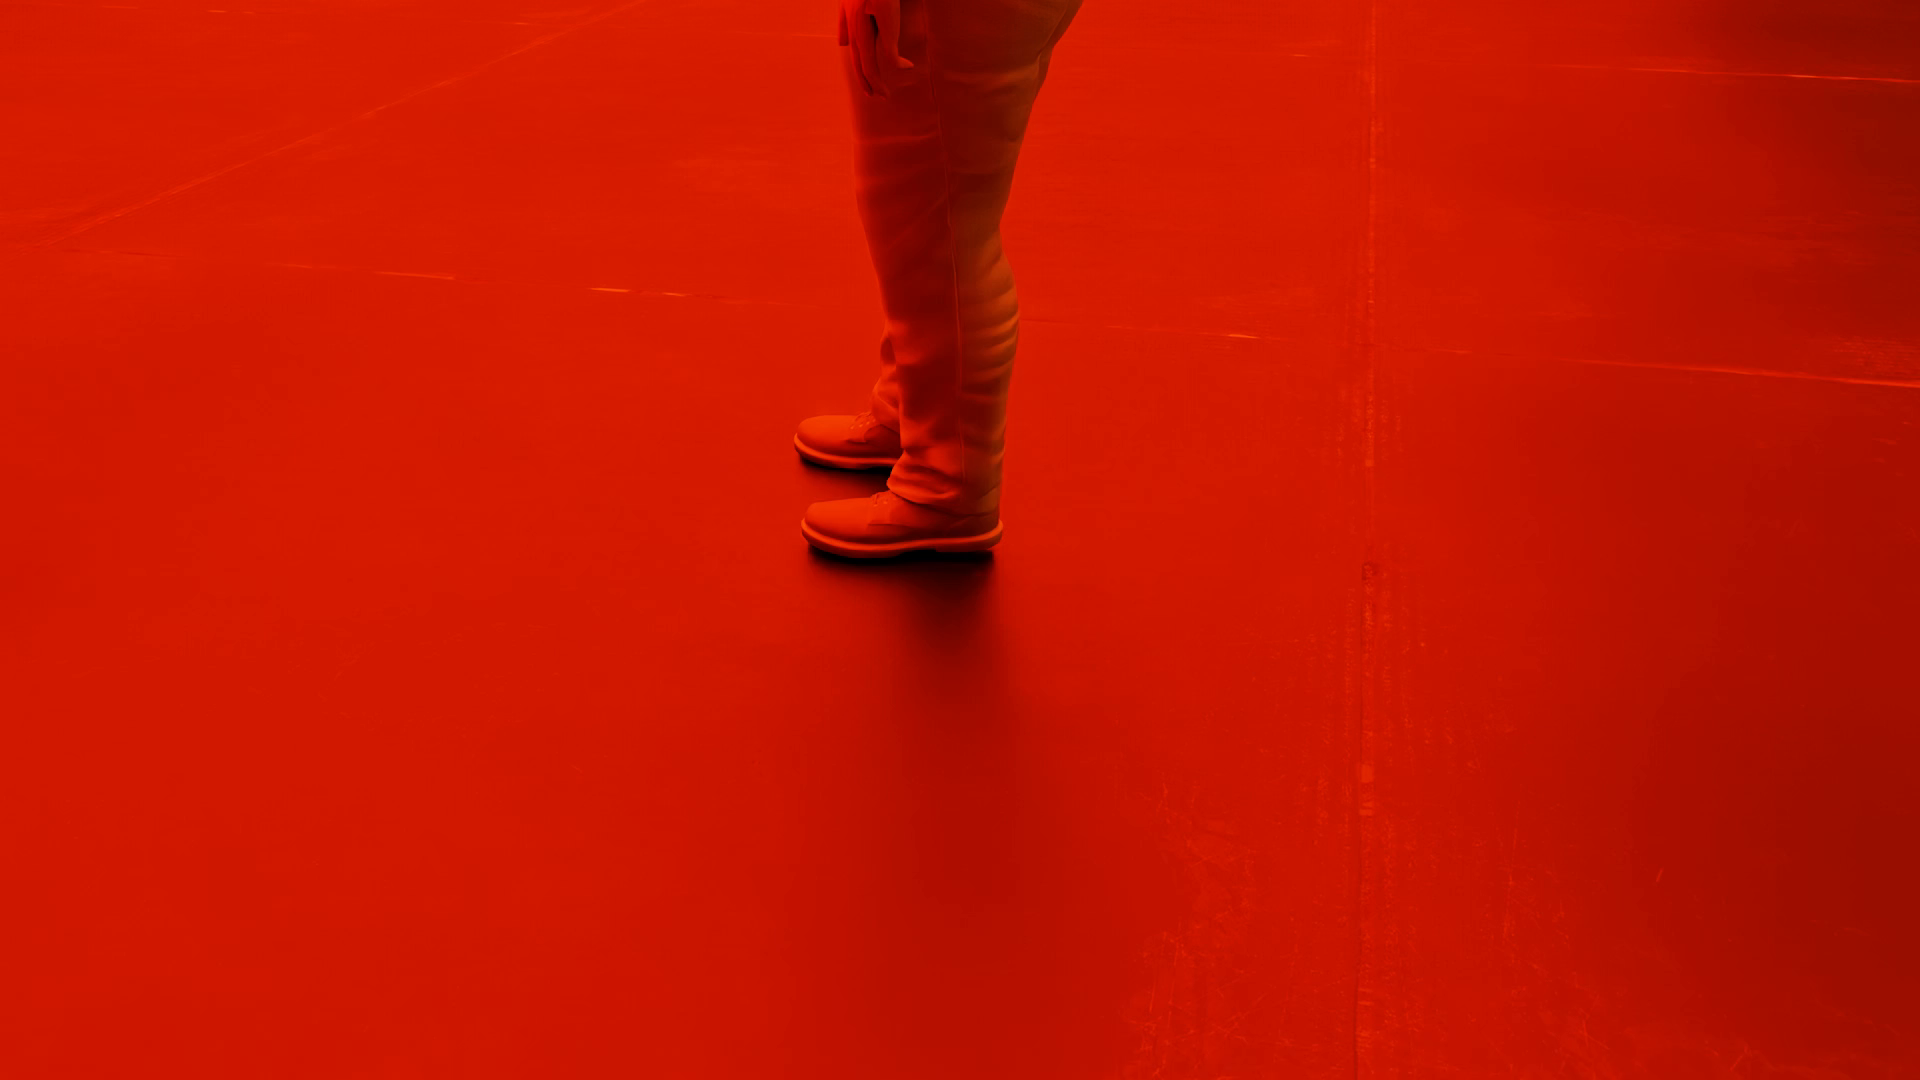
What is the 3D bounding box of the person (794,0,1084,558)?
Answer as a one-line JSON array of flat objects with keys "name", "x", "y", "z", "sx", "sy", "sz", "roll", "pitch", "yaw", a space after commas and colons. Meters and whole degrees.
[{"name": "person", "x": -0.070, "y": -0.768, "z": 2.157, "sx": 0.529, "sy": 1.670, "sz": 0.598, "roll": 6, "pitch": 27, "yaw": 11}]
